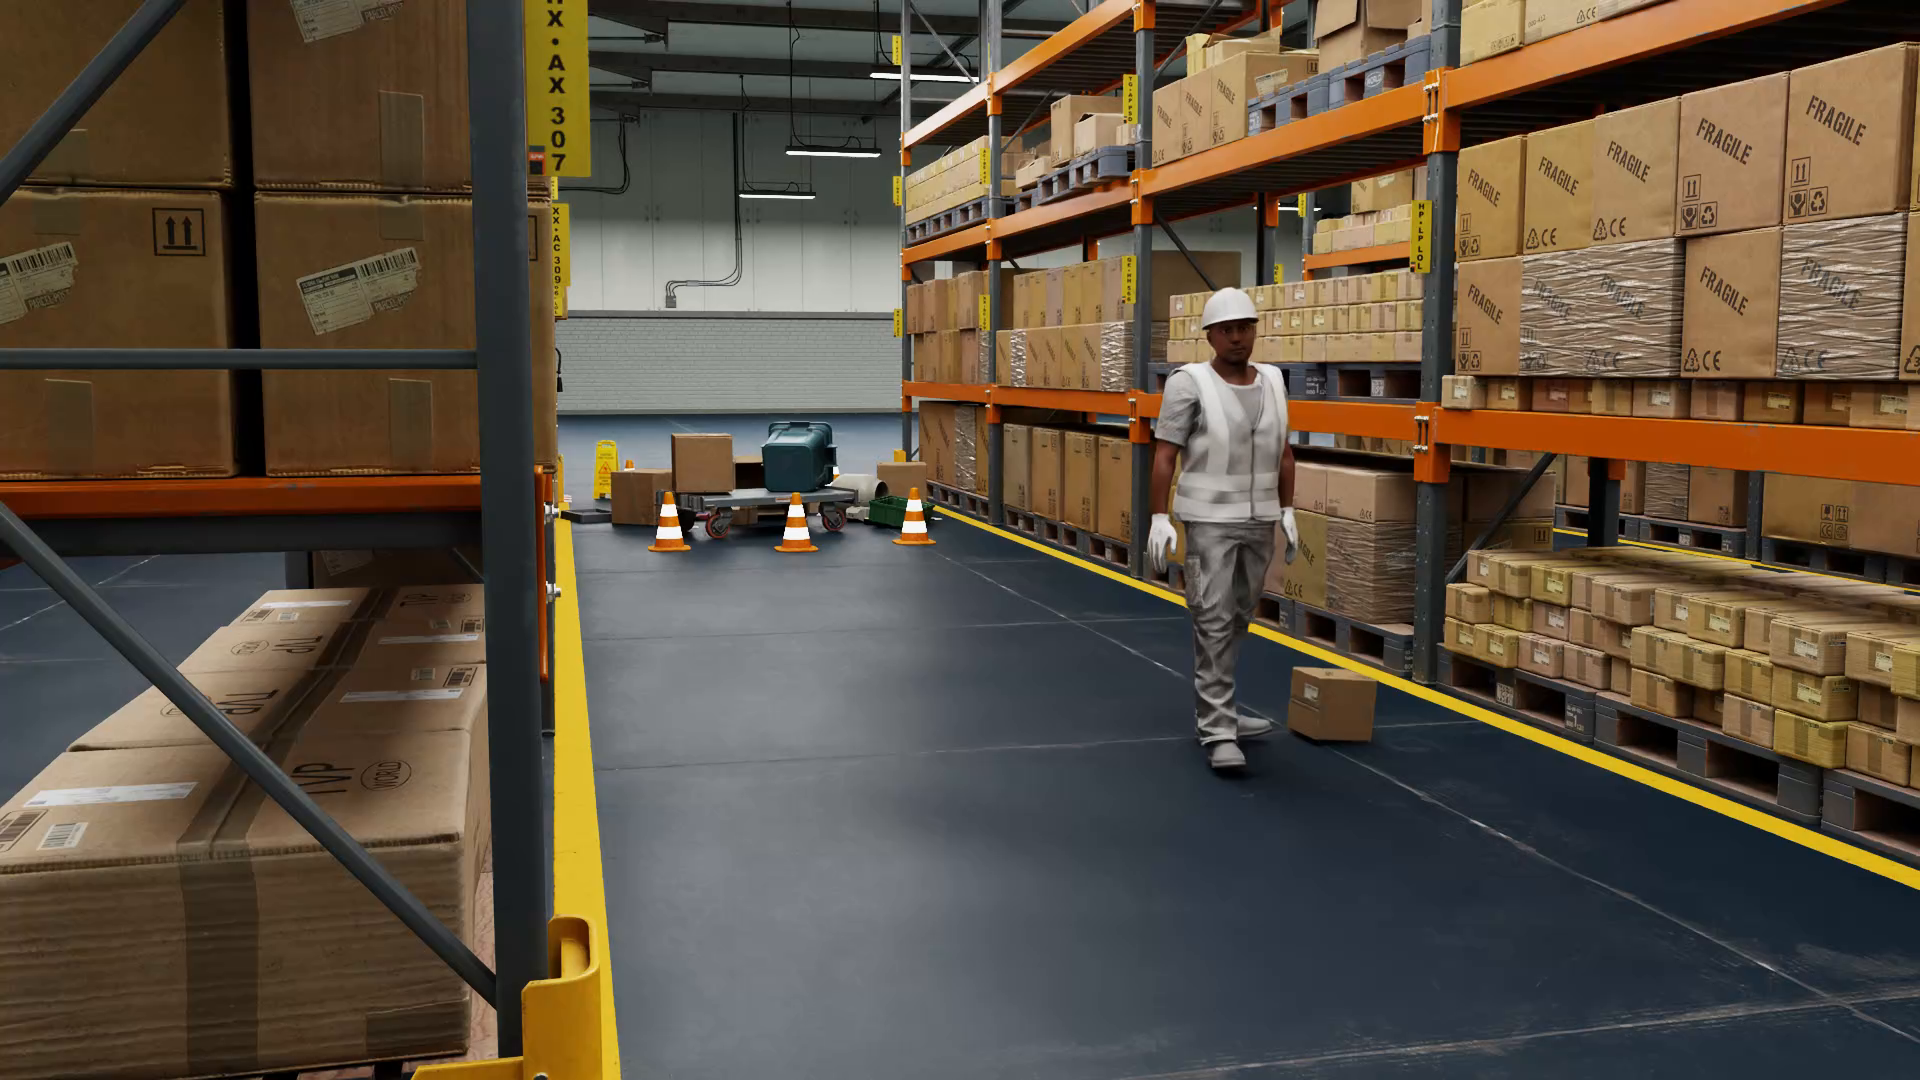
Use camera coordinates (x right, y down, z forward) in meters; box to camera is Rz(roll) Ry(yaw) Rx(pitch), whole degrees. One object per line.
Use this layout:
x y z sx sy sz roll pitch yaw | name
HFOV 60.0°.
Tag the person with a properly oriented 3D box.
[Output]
1.015 -0.053 6.299 0.636 1.789 0.643 -3 7 -28 | person
